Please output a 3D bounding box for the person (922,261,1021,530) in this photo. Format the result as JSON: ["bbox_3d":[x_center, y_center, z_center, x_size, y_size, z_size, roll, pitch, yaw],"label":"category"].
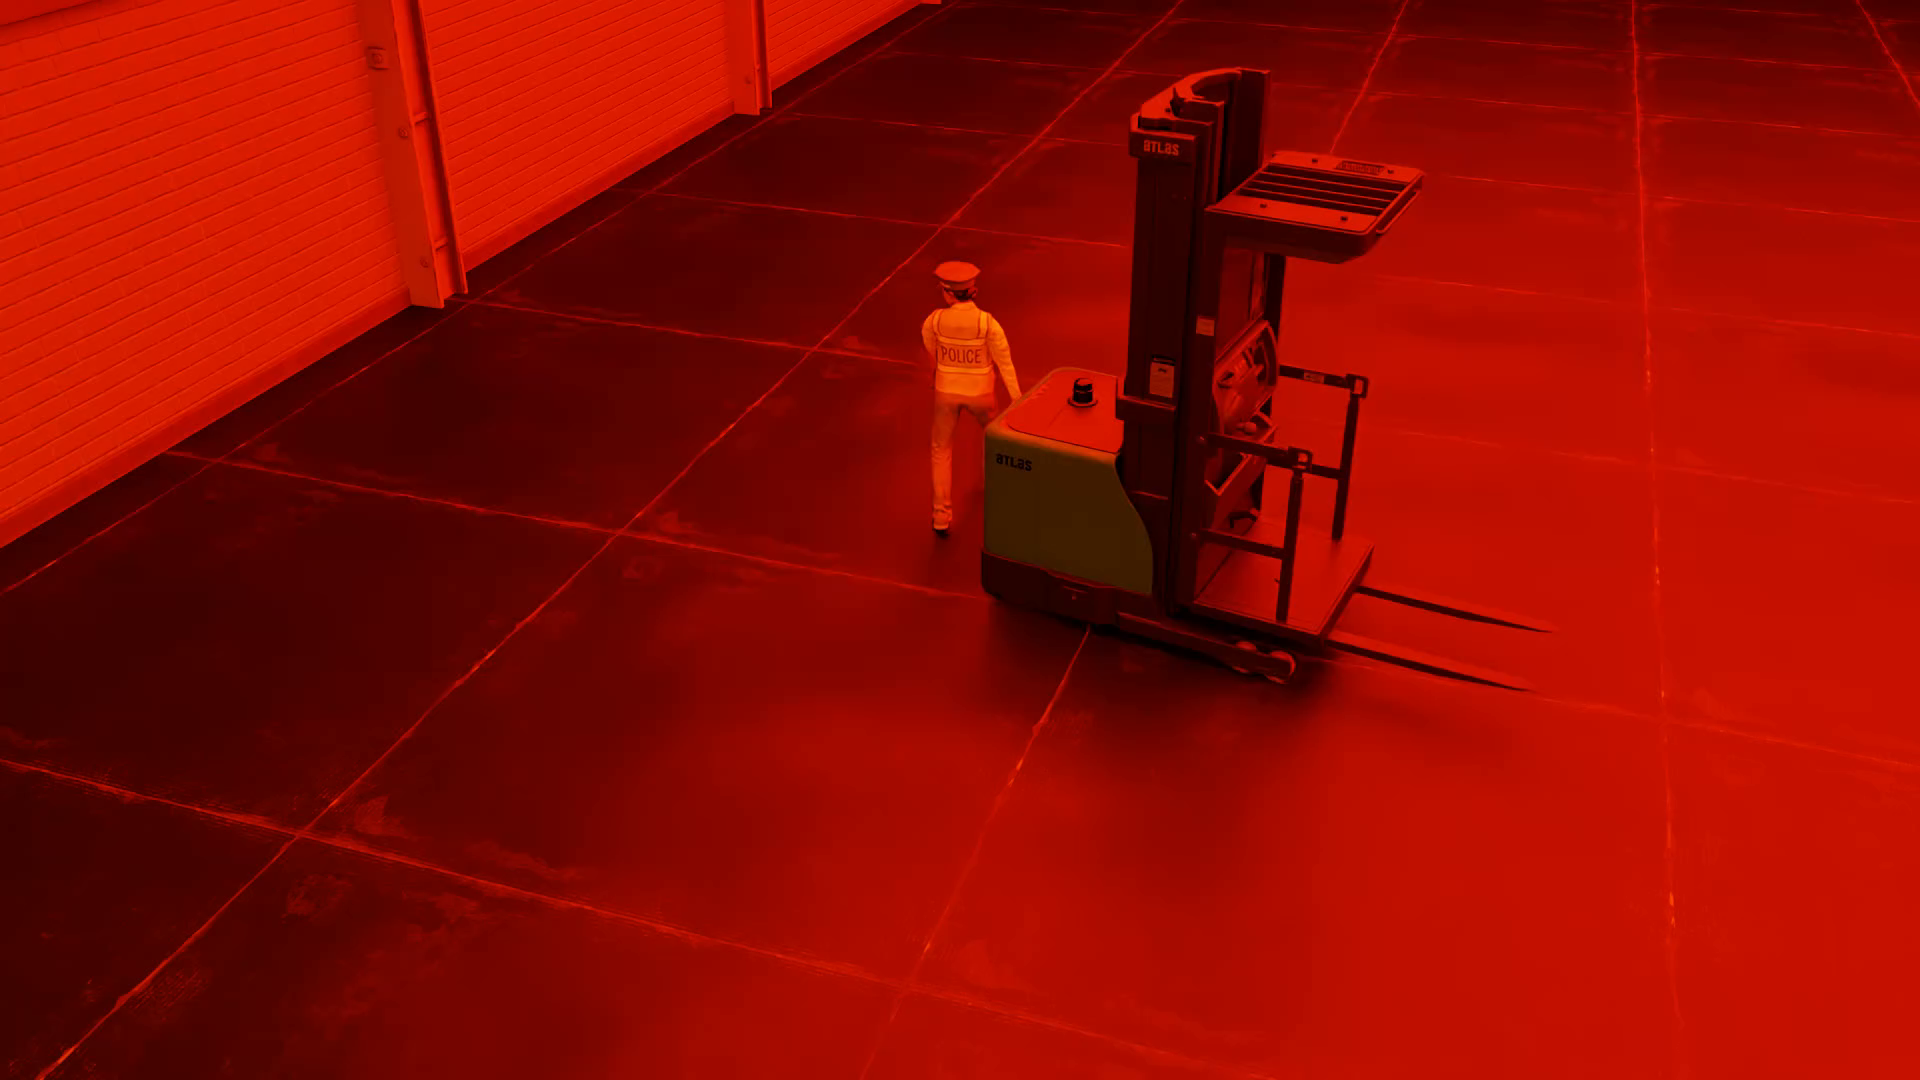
[{"bbox_3d":[0.078,-0.925,10.119,0.608,1.605,0.832,2,30,3],"label":"person"}]

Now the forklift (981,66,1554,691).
[{"bbox_3d":[1.666,-0.823,8.580,3.031,2.935,1.130,15,33,24],"label":"forklift"}]
